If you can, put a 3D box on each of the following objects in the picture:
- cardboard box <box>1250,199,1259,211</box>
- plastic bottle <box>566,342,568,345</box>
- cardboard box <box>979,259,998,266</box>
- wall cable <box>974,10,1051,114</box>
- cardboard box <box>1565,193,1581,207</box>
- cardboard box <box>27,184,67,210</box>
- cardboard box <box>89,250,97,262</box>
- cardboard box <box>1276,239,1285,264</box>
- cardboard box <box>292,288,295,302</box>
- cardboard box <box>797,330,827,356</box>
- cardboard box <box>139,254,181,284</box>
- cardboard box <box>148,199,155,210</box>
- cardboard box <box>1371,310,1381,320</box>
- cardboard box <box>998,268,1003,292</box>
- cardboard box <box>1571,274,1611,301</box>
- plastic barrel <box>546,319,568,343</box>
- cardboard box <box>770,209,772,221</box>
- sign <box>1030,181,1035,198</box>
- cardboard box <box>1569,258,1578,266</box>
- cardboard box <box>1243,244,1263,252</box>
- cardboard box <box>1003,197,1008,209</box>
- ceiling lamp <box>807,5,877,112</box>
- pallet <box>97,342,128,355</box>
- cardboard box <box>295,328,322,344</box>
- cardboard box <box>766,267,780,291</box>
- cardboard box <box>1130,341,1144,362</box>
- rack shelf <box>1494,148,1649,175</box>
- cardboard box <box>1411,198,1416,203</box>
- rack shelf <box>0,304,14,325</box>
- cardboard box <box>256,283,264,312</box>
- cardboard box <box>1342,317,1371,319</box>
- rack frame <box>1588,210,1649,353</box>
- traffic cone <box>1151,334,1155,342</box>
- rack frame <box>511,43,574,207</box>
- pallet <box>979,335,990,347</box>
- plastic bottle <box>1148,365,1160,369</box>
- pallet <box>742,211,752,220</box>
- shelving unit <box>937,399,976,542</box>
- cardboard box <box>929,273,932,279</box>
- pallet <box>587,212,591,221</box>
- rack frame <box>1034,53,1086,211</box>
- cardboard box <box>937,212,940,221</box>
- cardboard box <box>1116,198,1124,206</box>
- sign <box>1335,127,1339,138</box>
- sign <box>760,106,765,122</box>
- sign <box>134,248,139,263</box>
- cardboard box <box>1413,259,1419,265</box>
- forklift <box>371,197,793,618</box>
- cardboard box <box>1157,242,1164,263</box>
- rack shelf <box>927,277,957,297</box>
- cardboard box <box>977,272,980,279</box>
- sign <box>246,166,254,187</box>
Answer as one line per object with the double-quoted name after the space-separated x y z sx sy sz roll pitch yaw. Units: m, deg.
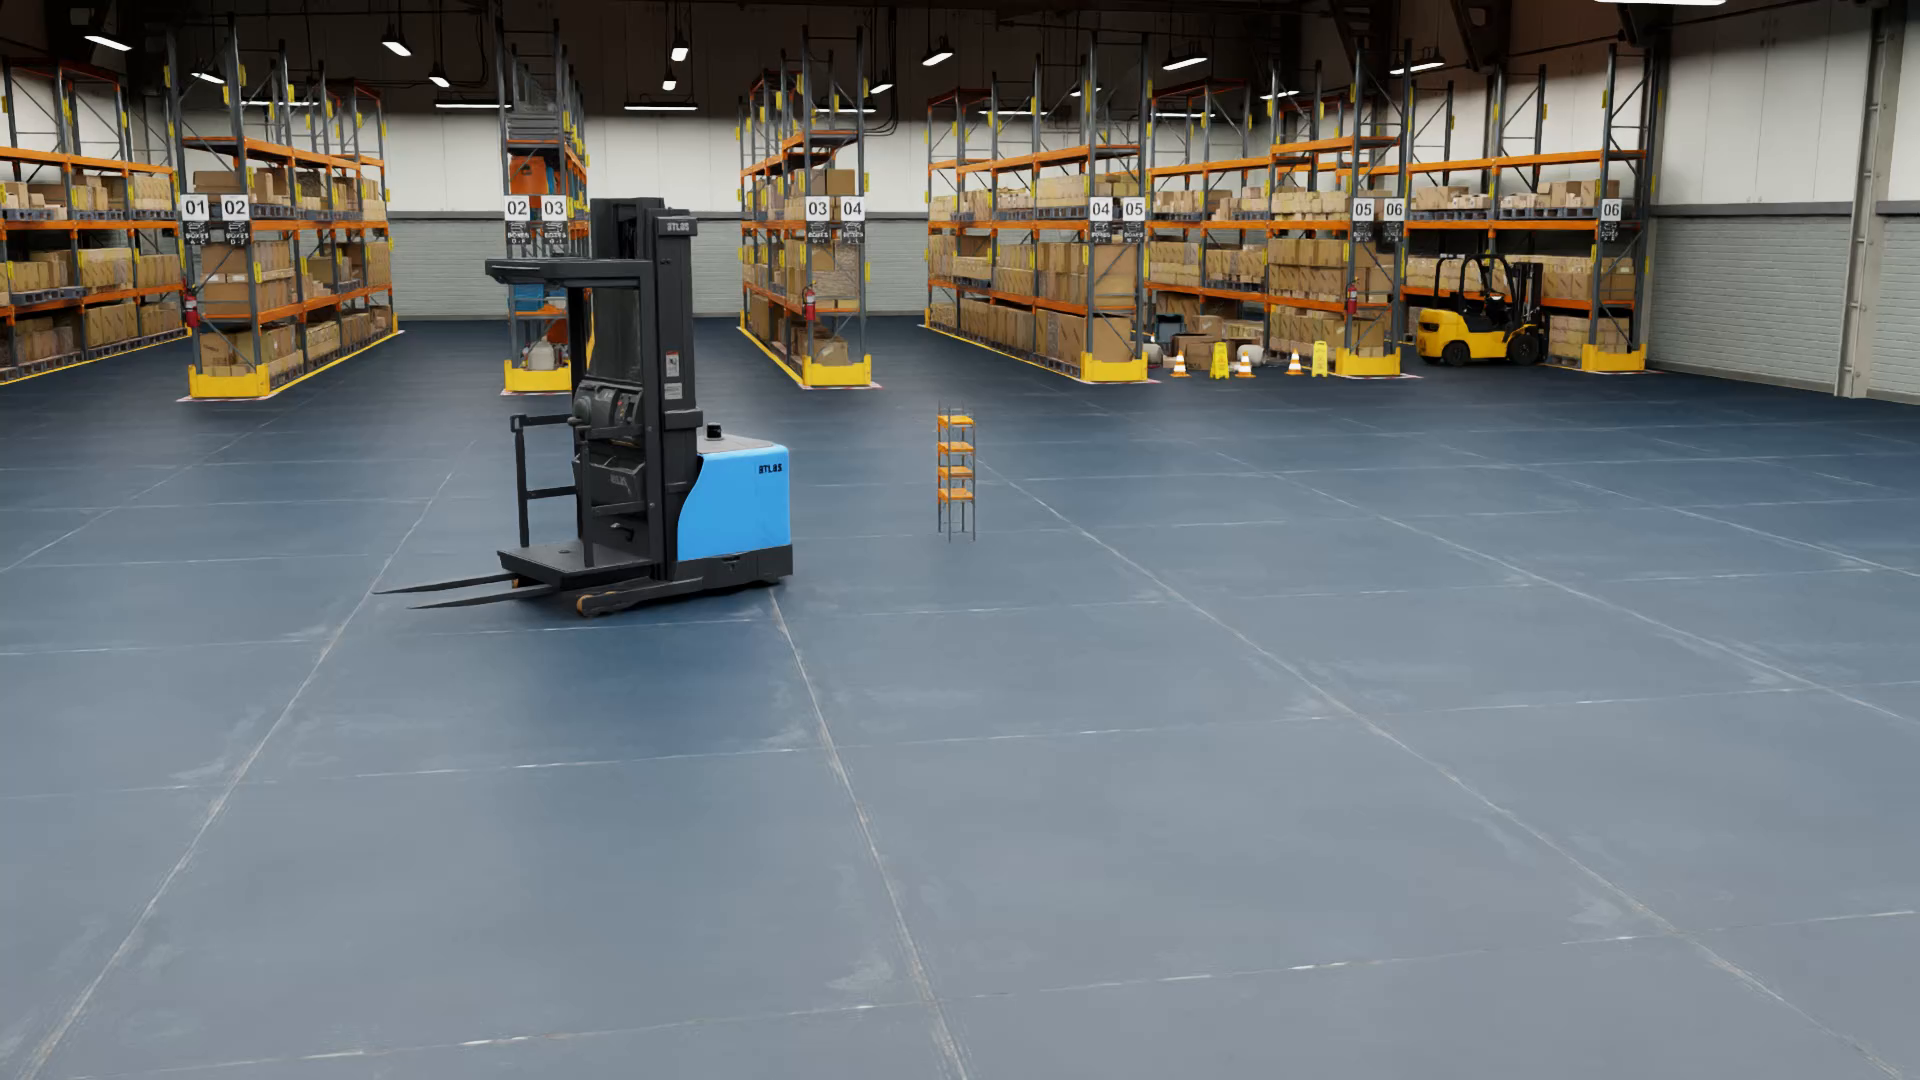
6.460 -7.076 35.109 0.500 0.250 0.500 -2 11 -10 "cardboard box"
-7.325 -3.507 31.007 0.144 0.351 0.185 -3 11 -14 "plastic bottle"
0.650 -6.259 37.515 0.380 0.149 0.250 -3 11 -13 "cardboard box"
1.575 -14.347 49.961 2.355 3.000 0.029 -2 11 -11 "wall cable"
11.947 -6.573 32.157 0.396 0.266 0.258 -2 11 -11 "cardboard box"
-18.415 -6.932 33.629 0.700 0.500 0.500 -3 11 -15 "cardboard box"
-18.207 -5.873 34.408 0.500 0.250 0.500 -2 11 -12 "cardboard box"
6.760 -5.779 33.298 0.700 0.500 0.500 -2 11 -11 "cardboard box"
-12.768 -4.570 31.088 0.500 0.250 0.500 -1 11 -7 "cardboard box"
-2.873 -3.819 32.299 0.500 0.500 0.500 -2 11 -13 "cardboard box"
-19.713 -6.630 40.704 0.980 0.700 0.700 -2 11 -8 "cardboard box"
-19.112 -7.821 38.755 0.500 0.250 0.500 -2 11 -13 "cardboard box"
10.415 -5.426 40.746 0.500 0.500 0.500 -2 11 -9 "cardboard box"
1.119 -5.674 36.219 0.500 0.500 0.500 -2 11 -12 "cardboard box"
12.102 -4.853 31.903 0.500 0.500 0.500 -2 11 -12 "cardboard box"
-8.660 -4.698 36.037 0.600 0.830 0.708 -2 11 -11 "plastic barrel"
-3.749 -6.859 35.089 0.500 0.250 0.500 -2 11 -10 "cardboard box"
1.443 -6.937 32.876 0.100 0.325 0.005 -2 11 -11 "sign"
12.023 -5.386 32.174 0.380 0.149 0.250 -2 11 -10 "cardboard box"
6.274 -6.247 35.577 0.380 0.149 0.250 -3 11 -13 "cardboard box"
1.218 -7.233 35.665 0.500 0.250 0.500 -2 11 -9 "cardboard box"
-3.281 -13.515 46.025 2.000 3.185 0.800 -2 11 -11 "ceiling lamp"
-18.579 -4.109 35.721 1.003 0.211 1.213 -2 11 -11 "pallet"
-12.660 -3.958 32.201 0.500 0.311 0.500 -2 11 -13 "cardboard box"
-4.029 -5.779 36.771 0.500 0.500 0.500 -2 11 -9 "cardboard box"
3.282 -3.603 32.281 0.500 0.500 0.500 0 11 -1 "cardboard box"
12.066 -7.487 32.959 1.077 0.370 4.000 -2 11 -11 "rack shelf"
10.542 -7.984 39.140 0.380 0.149 0.250 -2 11 -9 "cardboard box"
-17.099 -3.654 27.798 1.077 0.370 4.000 -2 11 -11 "rack shelf"
-12.037 -4.053 27.702 0.700 0.500 0.500 -2 11 -10 "cardboard box"
7.590 -4.024 32.040 0.500 0.500 0.500 -3 11 -13 "cardboard box"
12.455 -4.723 31.488 1.000 3.000 0.127 -2 11 -11 "rack frame"
4.157 -4.223 35.644 0.336 0.463 0.334 -2 11 -11 "traffic cone"
-7.770 -7.682 30.990 1.000 3.000 0.127 -2 11 -11 "rack frame"
1.045 -4.584 38.216 1.003 0.211 1.213 -2 11 -11 "pallet"
3.719 -3.355 32.159 0.283 0.061 0.133 -6 13 -31 "plastic bottle"
-5.091 -8.410 43.076 1.003 0.211 1.213 -2 11 -11 "pallet"
-0.032 -0.620 14.744 0.258 1.200 0.503 -2 11 -11 "shelving unit"
-0.619 -7.083 44.560 0.380 0.149 0.250 -2 11 -11 "cardboard box"
-9.078 -7.443 38.260 1.213 0.211 1.003 -2 11 -11 "pallet"
1.973 -8.024 32.787 1.000 3.000 0.127 -2 11 -11 "rack frame"
-0.313 -8.395 43.161 0.500 0.250 0.500 -2 11 -13 "cardboard box"
2.999 -6.023 29.579 0.380 0.149 0.250 -2 11 -11 "cardboard box"
9.585 -10.352 42.310 0.100 0.325 0.005 -2 11 -11 "sign"
-4.233 -9.112 35.579 0.100 0.325 0.005 -2 11 -11 "sign"
-18.514 -6.393 37.379 0.100 0.325 0.005 -2 11 -11 "sign"
10.725 -6.440 38.507 0.380 0.149 0.250 -2 11 -10 "cardboard box"
-2.746 -0.996 12.090 3.031 2.935 1.130 -9 14 -40 "forklift"
5.183 -7.100 41.033 0.500 0.500 0.500 -2 11 -11 "cardboard box"
0.028 -6.558 43.051 1.077 0.370 4.000 -2 11 -11 "rack shelf"
0.602 -6.013 37.813 0.380 0.149 0.250 -2 11 -11 "cardboard box"
-11.306 -5.783 26.484 0.100 0.325 0.005 -2 11 -11 "sign"
